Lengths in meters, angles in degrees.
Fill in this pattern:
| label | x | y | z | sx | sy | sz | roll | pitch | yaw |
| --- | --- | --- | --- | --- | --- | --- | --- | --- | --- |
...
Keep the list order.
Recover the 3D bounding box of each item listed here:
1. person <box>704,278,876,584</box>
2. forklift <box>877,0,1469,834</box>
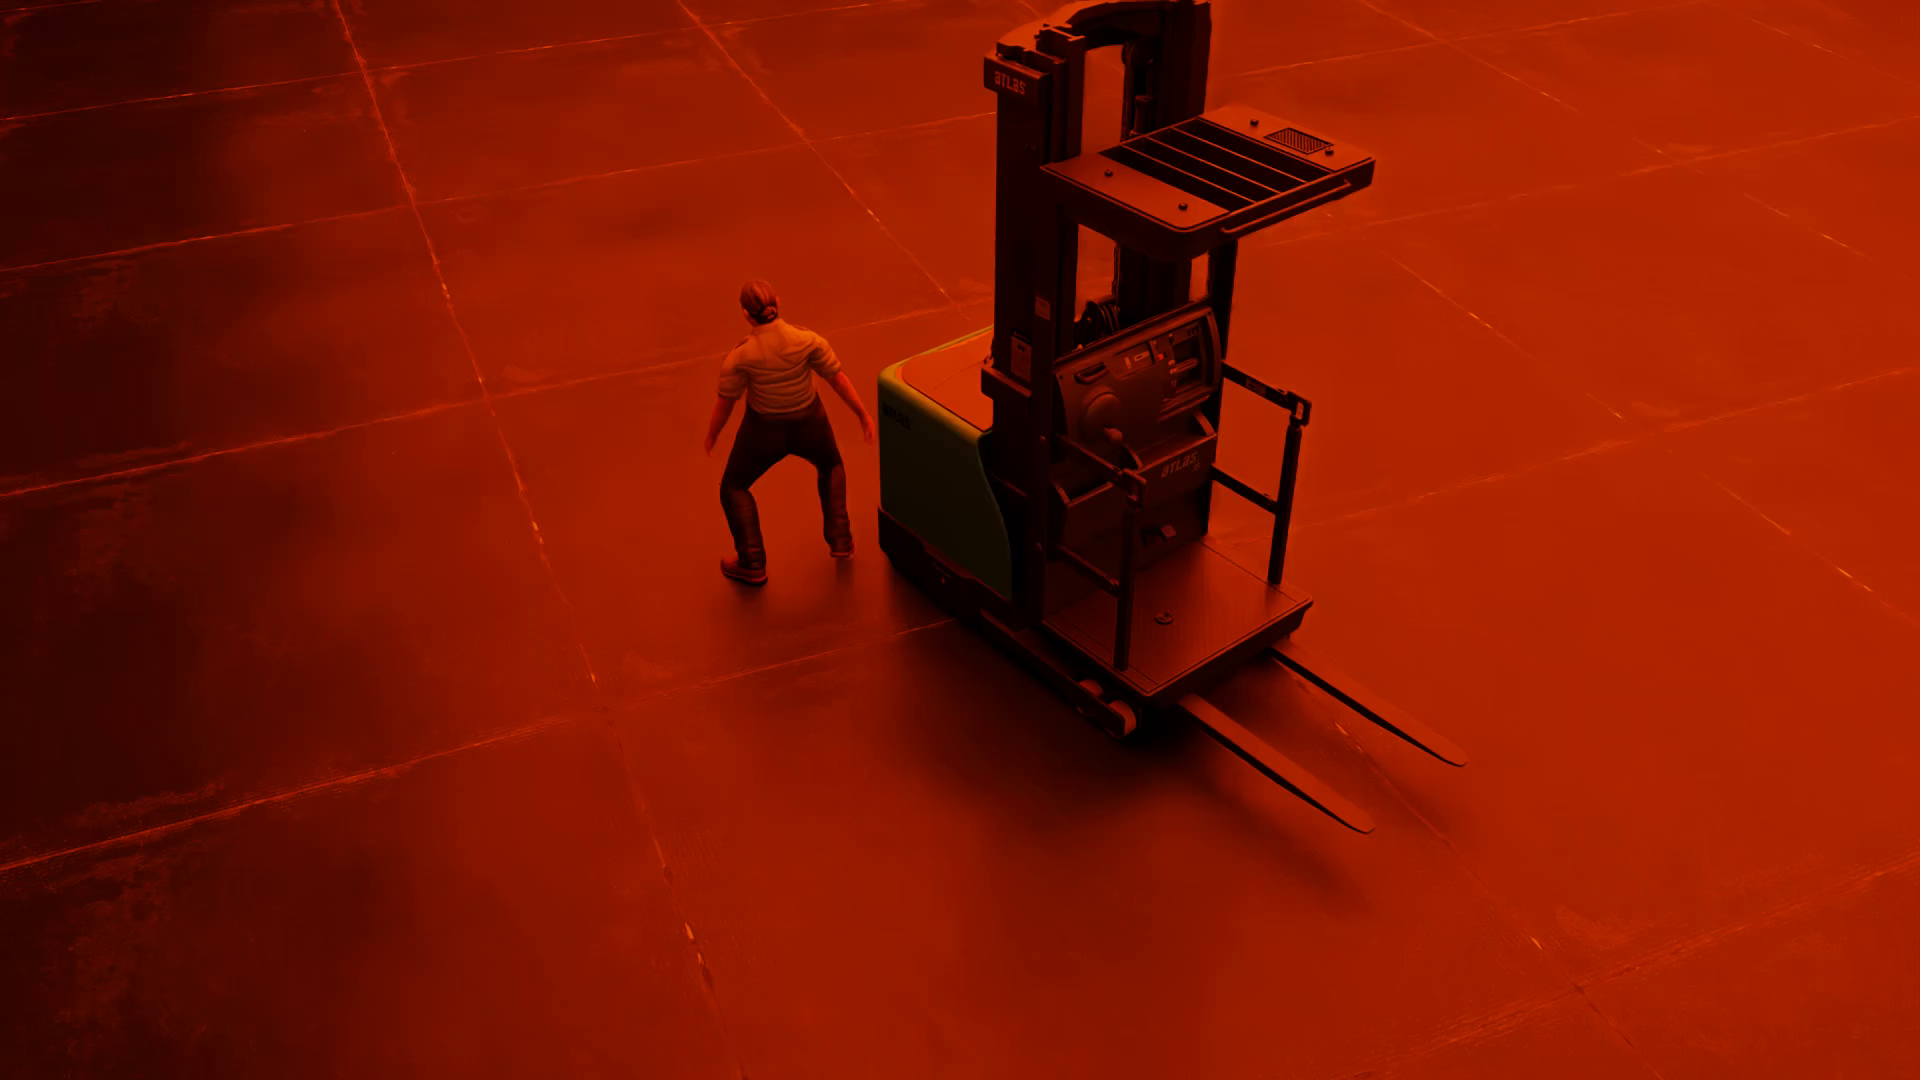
| label | x | y | z | sx | sy | sz | roll | pitch | yaw |
| --- | --- | --- | --- | --- | --- | --- | --- | --- | --- |
| person | -0.828 | -0.544 | 8.056 | 0.827 | 1.573 | 0.485 | -7 | 36 | -9 |
| forklift | 0.910 | -0.646 | 7.007 | 1.130 | 2.935 | 3.031 | -26 | 43 | -31 |
